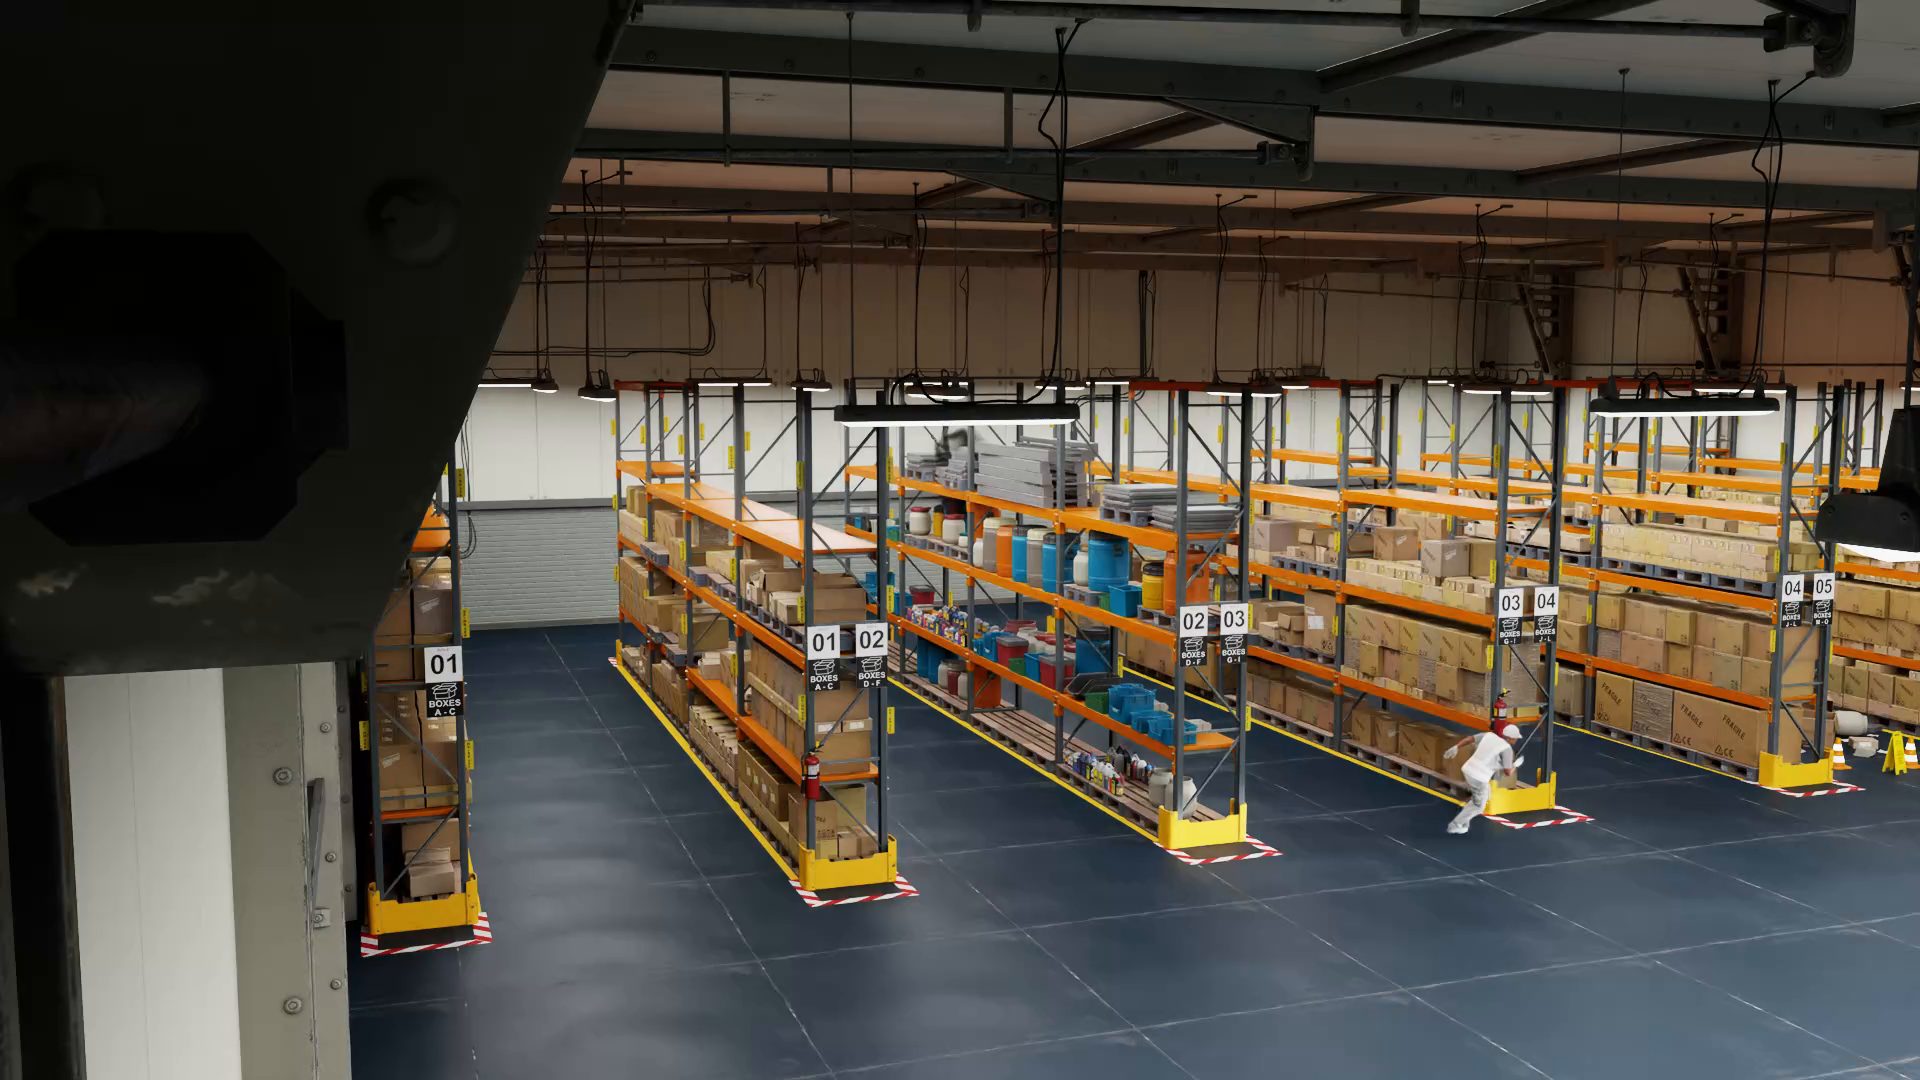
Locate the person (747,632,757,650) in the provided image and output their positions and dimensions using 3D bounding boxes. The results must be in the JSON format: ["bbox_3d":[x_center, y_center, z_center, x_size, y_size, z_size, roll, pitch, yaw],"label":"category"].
[{"bbox_3d":[-4.199,1.951,34.371,0.595,1.460,1.013,-1,6,-6],"label":"person"}]

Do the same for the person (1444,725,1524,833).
[{"bbox_3d":[7.077,3.214,22.400,1.010,1.472,0.669,-1,6,-12],"label":"person"}]
